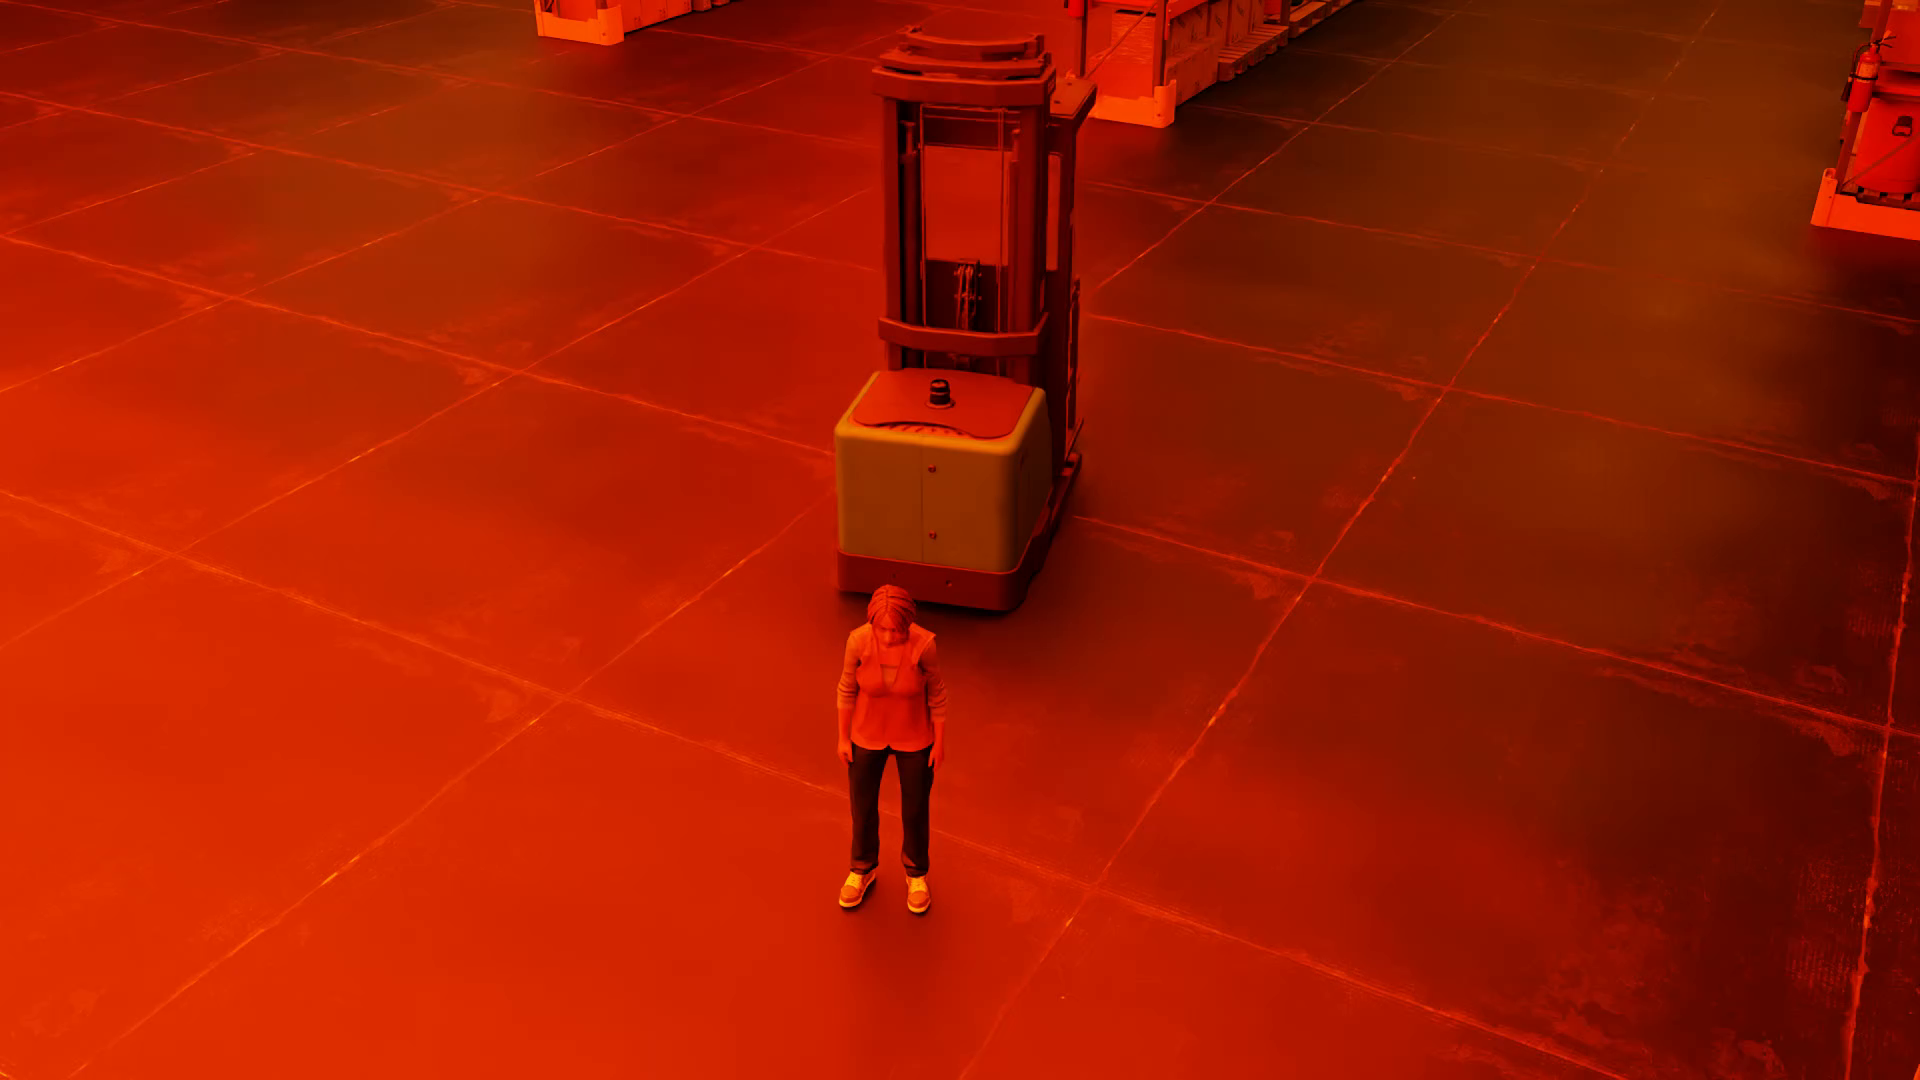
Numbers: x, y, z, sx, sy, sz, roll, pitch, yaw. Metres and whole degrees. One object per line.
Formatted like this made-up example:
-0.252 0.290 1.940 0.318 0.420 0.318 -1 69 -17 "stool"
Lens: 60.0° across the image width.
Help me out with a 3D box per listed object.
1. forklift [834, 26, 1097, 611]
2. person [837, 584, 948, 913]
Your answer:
0.159 -1.602 9.846 1.130 2.935 3.031 7 31 12 "forklift"
-0.286 0.849 6.941 0.466 1.592 0.348 2 30 4 "person"
